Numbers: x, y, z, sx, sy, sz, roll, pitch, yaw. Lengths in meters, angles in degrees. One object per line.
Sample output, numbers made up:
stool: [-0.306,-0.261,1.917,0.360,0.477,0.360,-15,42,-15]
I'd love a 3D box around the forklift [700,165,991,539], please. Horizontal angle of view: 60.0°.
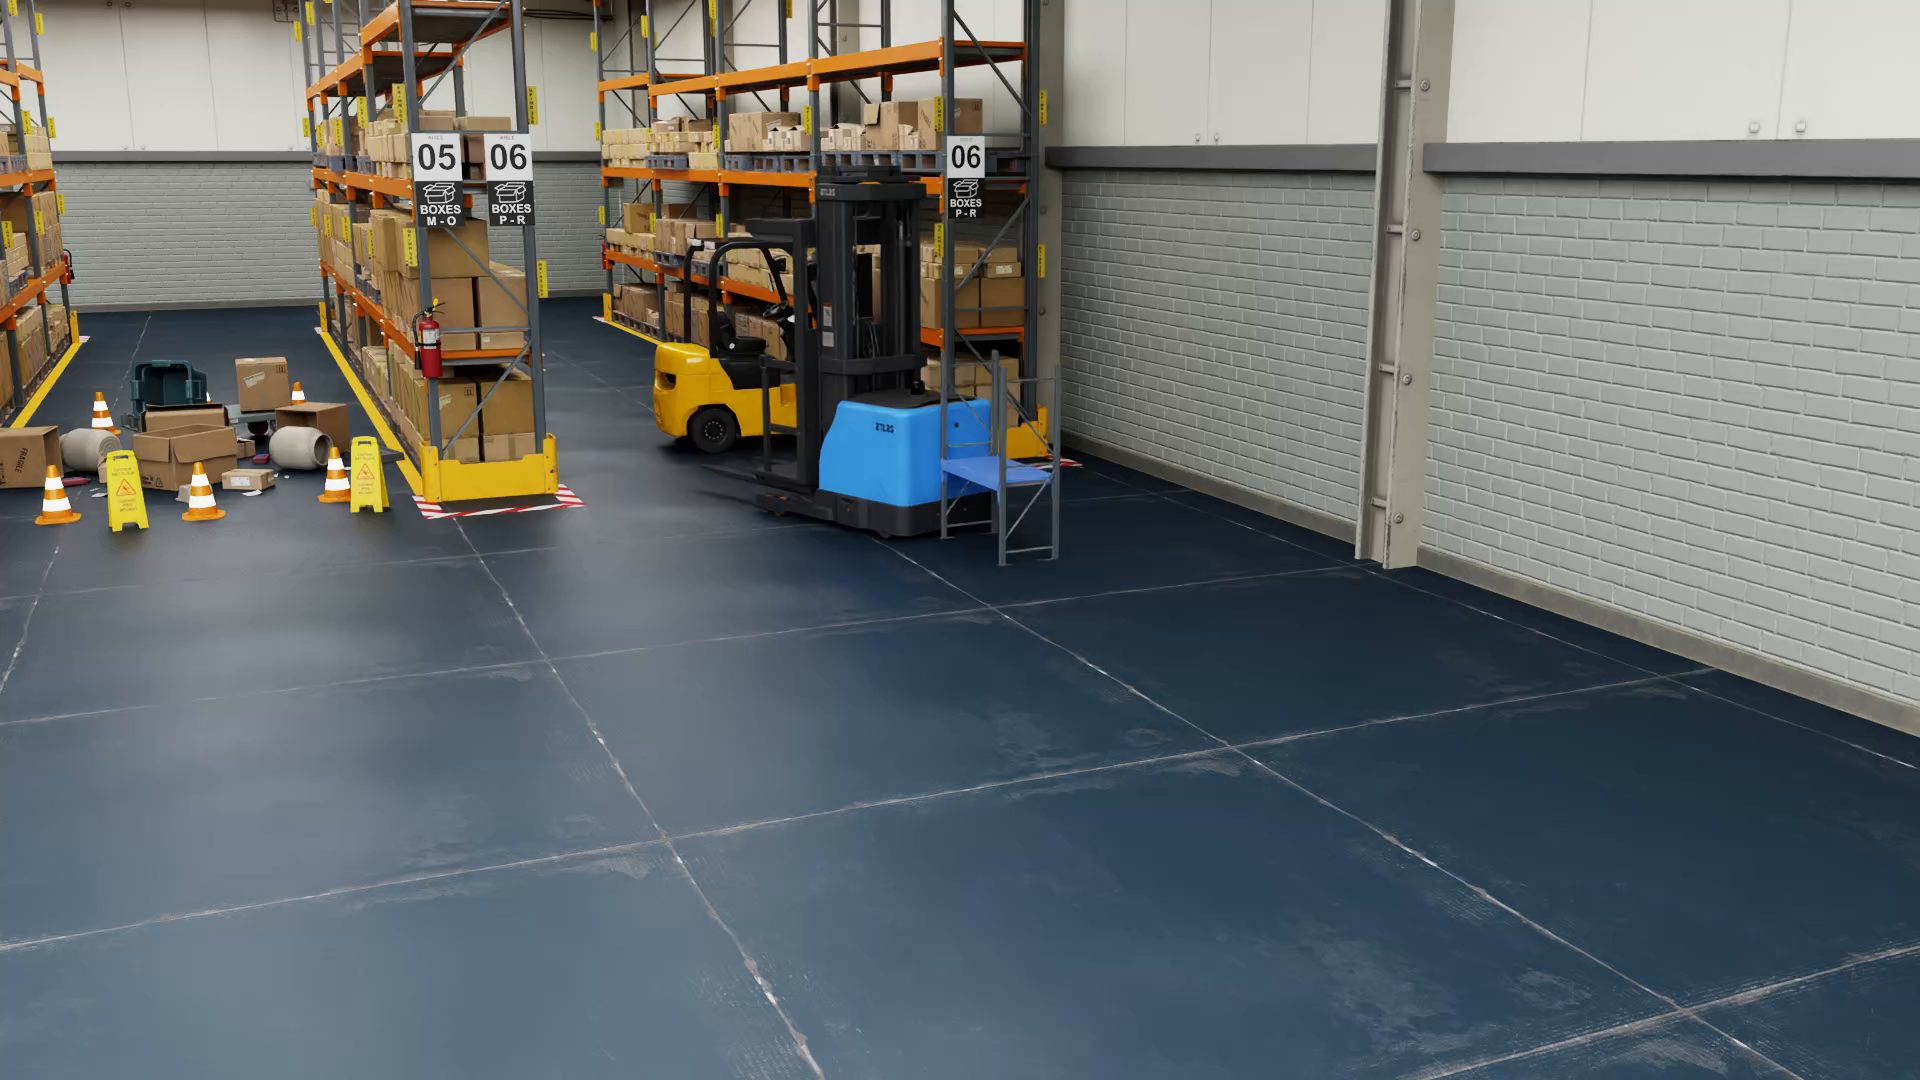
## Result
forklift: [-1.115,-1.704,14.232,1.130,2.935,3.031,-12,18,-42]

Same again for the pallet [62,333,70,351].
pallet: [-14.827,-3.156,26.539,1.003,0.211,1.213,-6,14,-23]

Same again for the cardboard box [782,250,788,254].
cardboard box: [-2.038,-3.704,21.061,0.380,0.149,0.250,-6,14,-25]

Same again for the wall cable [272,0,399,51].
wall cable: [-12.501,-9.309,33.636,2.355,3.000,0.029,-6,14,-23]

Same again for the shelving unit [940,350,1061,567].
shelving unit: [0.298,-0.659,12.891,0.538,1.500,1.048,-6,14,-25]

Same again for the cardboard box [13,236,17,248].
cardboard box: [-12.797,-3.968,22.166,0.380,0.149,0.250,-6,14,-25]

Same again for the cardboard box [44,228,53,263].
cardboard box: [-13.889,-4.403,24.859,0.500,0.500,0.500,-6,14,-24]

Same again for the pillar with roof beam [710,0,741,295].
pillar with roof beam: [-7.904,-7.551,26.040,9.100,9.000,0.400,-6,14,-23]

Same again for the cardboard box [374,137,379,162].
cardboard box: [-5.708,-4.002,17.030,0.500,0.250,0.500,-6,14,-23]

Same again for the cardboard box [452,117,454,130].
cardboard box: [-4.720,-3.691,14.803,0.380,0.149,0.250,-5,14,-22]

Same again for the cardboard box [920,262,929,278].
cardboard box: [-0.224,-2.774,17.043,0.380,0.149,0.250,-5,14,-22]

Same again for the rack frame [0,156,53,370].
rack frame: [-13.548,-3.875,23.461,1.000,3.000,0.127,-6,14,-23]

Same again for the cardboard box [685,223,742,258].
cardboard box: [-3.727,-4.541,25.178,0.797,0.503,0.637,-6,14,-24]

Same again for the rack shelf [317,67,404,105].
rack shelf: [-8.251,-6.307,23.147,1.077,0.370,4.000,-6,14,-23]

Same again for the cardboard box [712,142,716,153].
cardboard box: [-3.352,-5.655,23.948,0.380,0.149,0.250,-6,14,-24]

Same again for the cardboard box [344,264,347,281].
cardboard box: [-8.297,-3.734,23.185,0.500,0.250,0.500,-6,14,-24]

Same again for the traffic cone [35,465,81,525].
traffic cone: [-7.652,-0.398,14.063,0.336,0.463,0.334,-6,14,-23]

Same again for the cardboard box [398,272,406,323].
cardboard box: [-5.109,-2.352,16.000,0.500,0.500,0.500,-6,14,-23]

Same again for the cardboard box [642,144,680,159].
cardboard box: [-4.929,-6.402,27.401,0.500,0.250,0.500,-6,14,-23]

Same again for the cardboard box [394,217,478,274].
cardboard box: [-4.846,-2.736,15.439,0.700,0.500,0.500,-5,14,-22]

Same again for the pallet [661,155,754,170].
pallet: [-3.891,-5.807,25.572,1.213,0.211,1.003,-6,14,-23]

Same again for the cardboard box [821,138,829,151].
cardboard box: [-1.400,-4.612,19.394,0.380,0.149,0.250,-5,14,-22]

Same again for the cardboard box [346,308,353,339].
cardboard box: [-9.206,-3.439,26.327,0.875,0.438,0.875,-6,14,-24]

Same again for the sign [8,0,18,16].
sign: [-13.042,-7.381,22.883,0.100,0.325,0.005,-6,14,-23]

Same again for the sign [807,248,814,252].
sign: [-1.795,-3.614,19.940,0.100,0.325,0.005,-6,14,-23]

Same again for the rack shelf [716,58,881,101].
rack shelf: [-2.103,-5.930,21.517,1.077,0.370,4.000,-6,14,-23]

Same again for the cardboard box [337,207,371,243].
cardboard box: [-8.499,-4.449,23.503,0.500,0.500,0.500,-6,14,-24]

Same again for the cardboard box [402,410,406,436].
cardboard box: [-5.420,-1.190,17.027,0.500,0.250,0.500,-6,14,-24]

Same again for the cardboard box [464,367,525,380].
cardboard box: [-4.539,-1.398,16.263,0.500,0.500,0.500,-6,14,-25]

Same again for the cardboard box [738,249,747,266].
cardboard box: [-2.750,-3.919,22.874,0.500,0.250,0.500,-5,14,-21]

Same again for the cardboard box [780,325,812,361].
cardboard box: [-1.825,-2.455,21.659,0.875,0.625,0.625,-6,14,-24]

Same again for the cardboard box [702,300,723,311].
cardboard box: [-3.701,-3.570,25.315,0.380,0.149,0.250,-6,14,-24]

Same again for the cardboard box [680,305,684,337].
cardboard box: [-4.100,-3.446,26.219,0.500,0.500,0.500,-6,14,-25]

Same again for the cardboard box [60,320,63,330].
cardboard box: [-14.248,-3.366,25.992,0.380,0.149,0.250,-5,14,-22]

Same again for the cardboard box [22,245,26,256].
cardboard box: [-13.101,-3.984,22.895,0.380,0.149,0.250,-6,14,-23]

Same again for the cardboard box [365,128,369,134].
cardboard box: [-6.626,-4.844,19.286,0.500,0.250,0.500,-5,14,-22]

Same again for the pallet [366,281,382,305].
pallet: [-6.620,-3.018,20.182,1.003,0.211,1.213,-6,14,-23]

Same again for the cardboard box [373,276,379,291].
cardboard box: [-6.533,-2.960,19.132,0.380,0.149,0.250,-6,14,-24]

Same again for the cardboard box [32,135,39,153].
cardboard box: [-13.905,-5.837,24.507,0.500,0.250,0.500,-5,14,-22]

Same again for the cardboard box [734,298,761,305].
cardboard box: [-3.255,-3.620,25.532,0.380,0.149,0.250,-6,14,-24]

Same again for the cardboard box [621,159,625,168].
cardboard box: [-5.669,-6.545,28.902,0.380,0.149,0.250,-6,14,-23]

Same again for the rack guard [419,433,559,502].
rack guard: [-4.276,-0.662,15.120,1.175,0.500,0.348,-6,14,-23]

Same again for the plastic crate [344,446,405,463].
plastic crate: [-5.970,-0.869,16.949,0.402,0.080,0.583,-12,18,-42]

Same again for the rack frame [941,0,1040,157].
rack frame: [0.301,-5.236,16.035,1.000,3.000,0.127,-6,14,-23]

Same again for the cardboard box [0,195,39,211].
cardboard box: [-13.727,-4.777,24.258,0.500,0.500,0.500,-6,14,-25]

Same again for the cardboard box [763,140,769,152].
cardboard box: [-2.329,-5.091,21.465,0.380,0.149,0.250,-6,14,-24]

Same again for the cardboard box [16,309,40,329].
cardboard box: [-12.824,-2.989,22.580,0.500,0.250,0.500,-5,14,-20]

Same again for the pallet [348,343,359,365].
pallet: [-8.674,-2.832,25.138,1.003,0.211,1.213,-6,14,-23]

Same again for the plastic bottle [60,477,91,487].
plastic bottle: [-8.318,-0.547,15.599,0.283,0.061,0.133,-12,18,-42]

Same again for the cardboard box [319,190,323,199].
cardboard box: [-10.475,-5.758,27.720,0.380,0.149,0.250,-6,14,-25]

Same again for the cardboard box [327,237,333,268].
cardboard box: [-9.684,-4.570,26.243,0.500,0.500,0.500,-6,14,-24]

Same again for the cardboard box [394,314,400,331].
cardboard box: [-5.512,-2.209,16.818,0.380,0.149,0.250,-6,14,-23]

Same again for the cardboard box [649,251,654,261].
cardboard box: [-4.989,-4.765,27.861,0.380,0.149,0.250,-5,14,-21]

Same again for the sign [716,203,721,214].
sign: [-3.999,-5.407,27.512,0.100,0.325,0.005,-6,14,-23]
